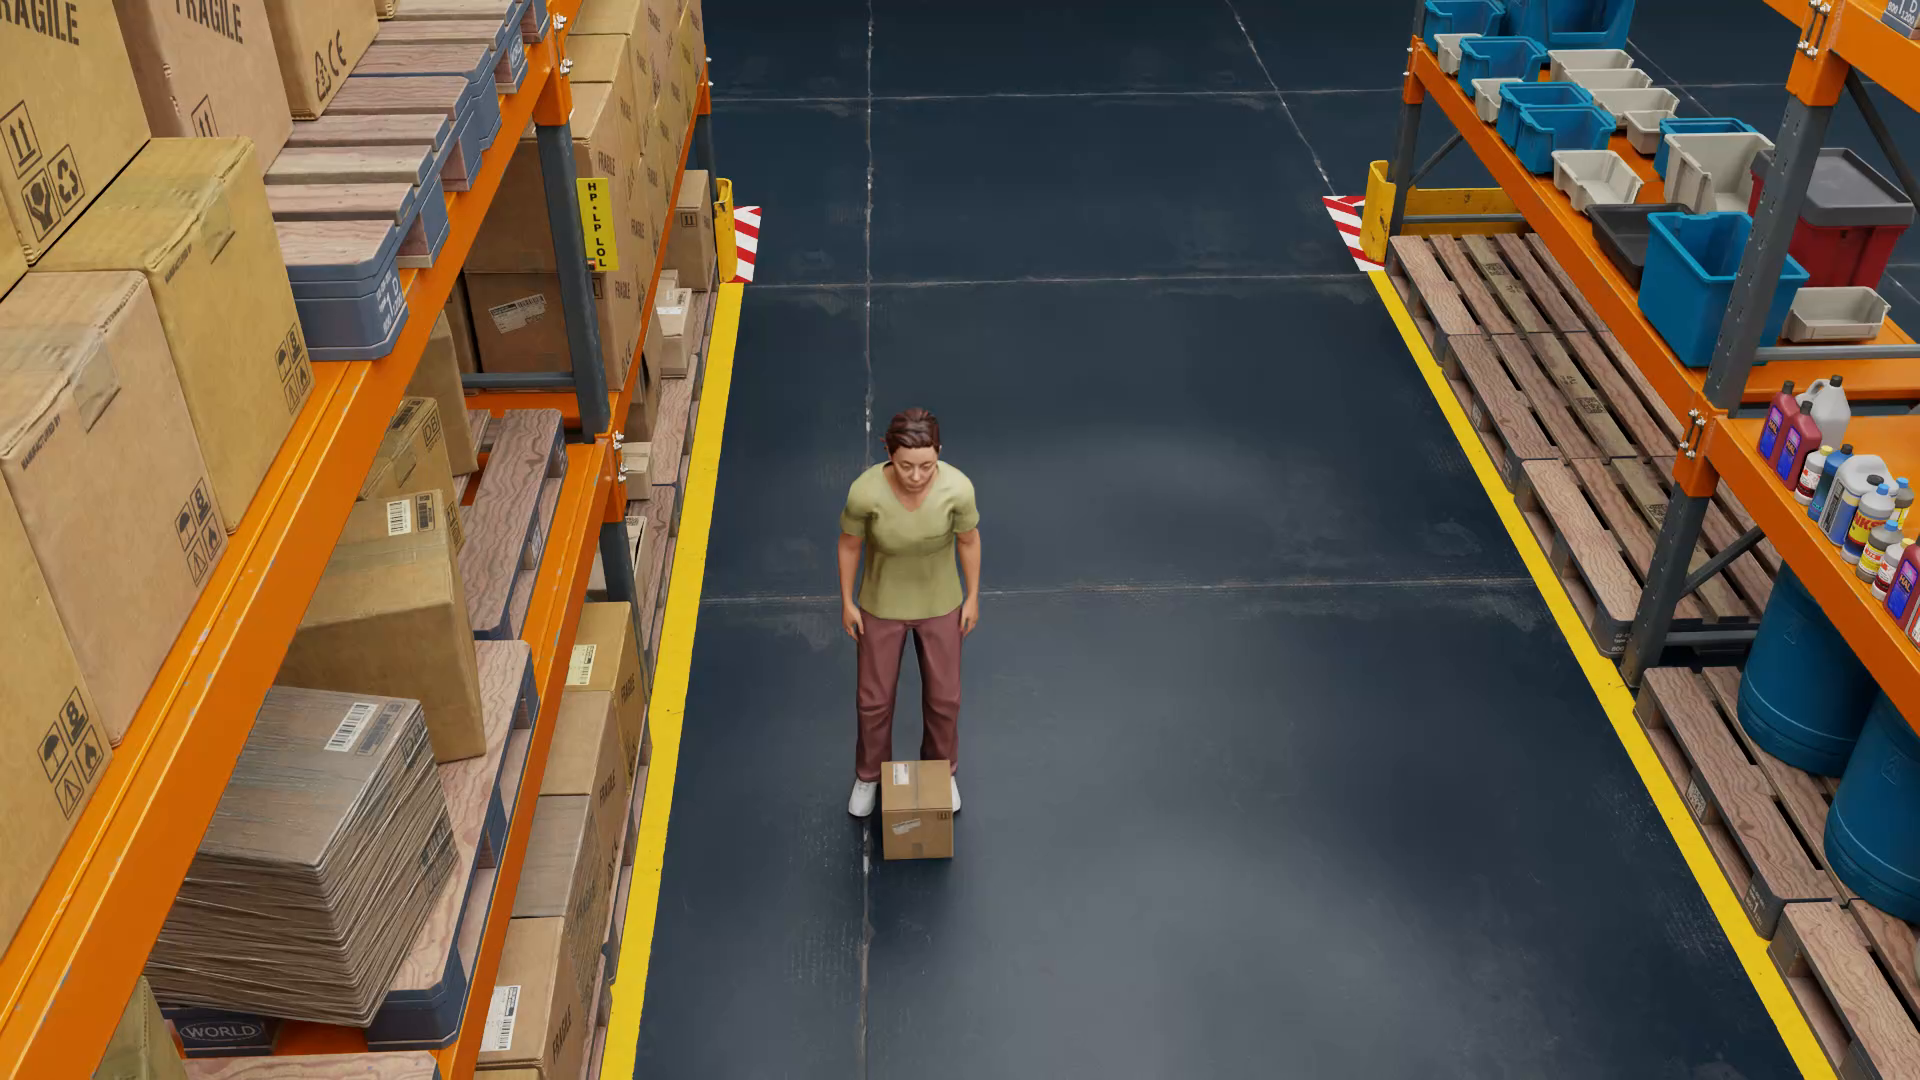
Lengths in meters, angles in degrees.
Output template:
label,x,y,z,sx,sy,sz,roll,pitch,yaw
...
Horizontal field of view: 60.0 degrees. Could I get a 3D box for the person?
label,x,y,z,sx,sy,sz,roll,pitch,yaw
person,-0.172,0.249,5.797,0.501,1.672,0.363,-2,35,-3
